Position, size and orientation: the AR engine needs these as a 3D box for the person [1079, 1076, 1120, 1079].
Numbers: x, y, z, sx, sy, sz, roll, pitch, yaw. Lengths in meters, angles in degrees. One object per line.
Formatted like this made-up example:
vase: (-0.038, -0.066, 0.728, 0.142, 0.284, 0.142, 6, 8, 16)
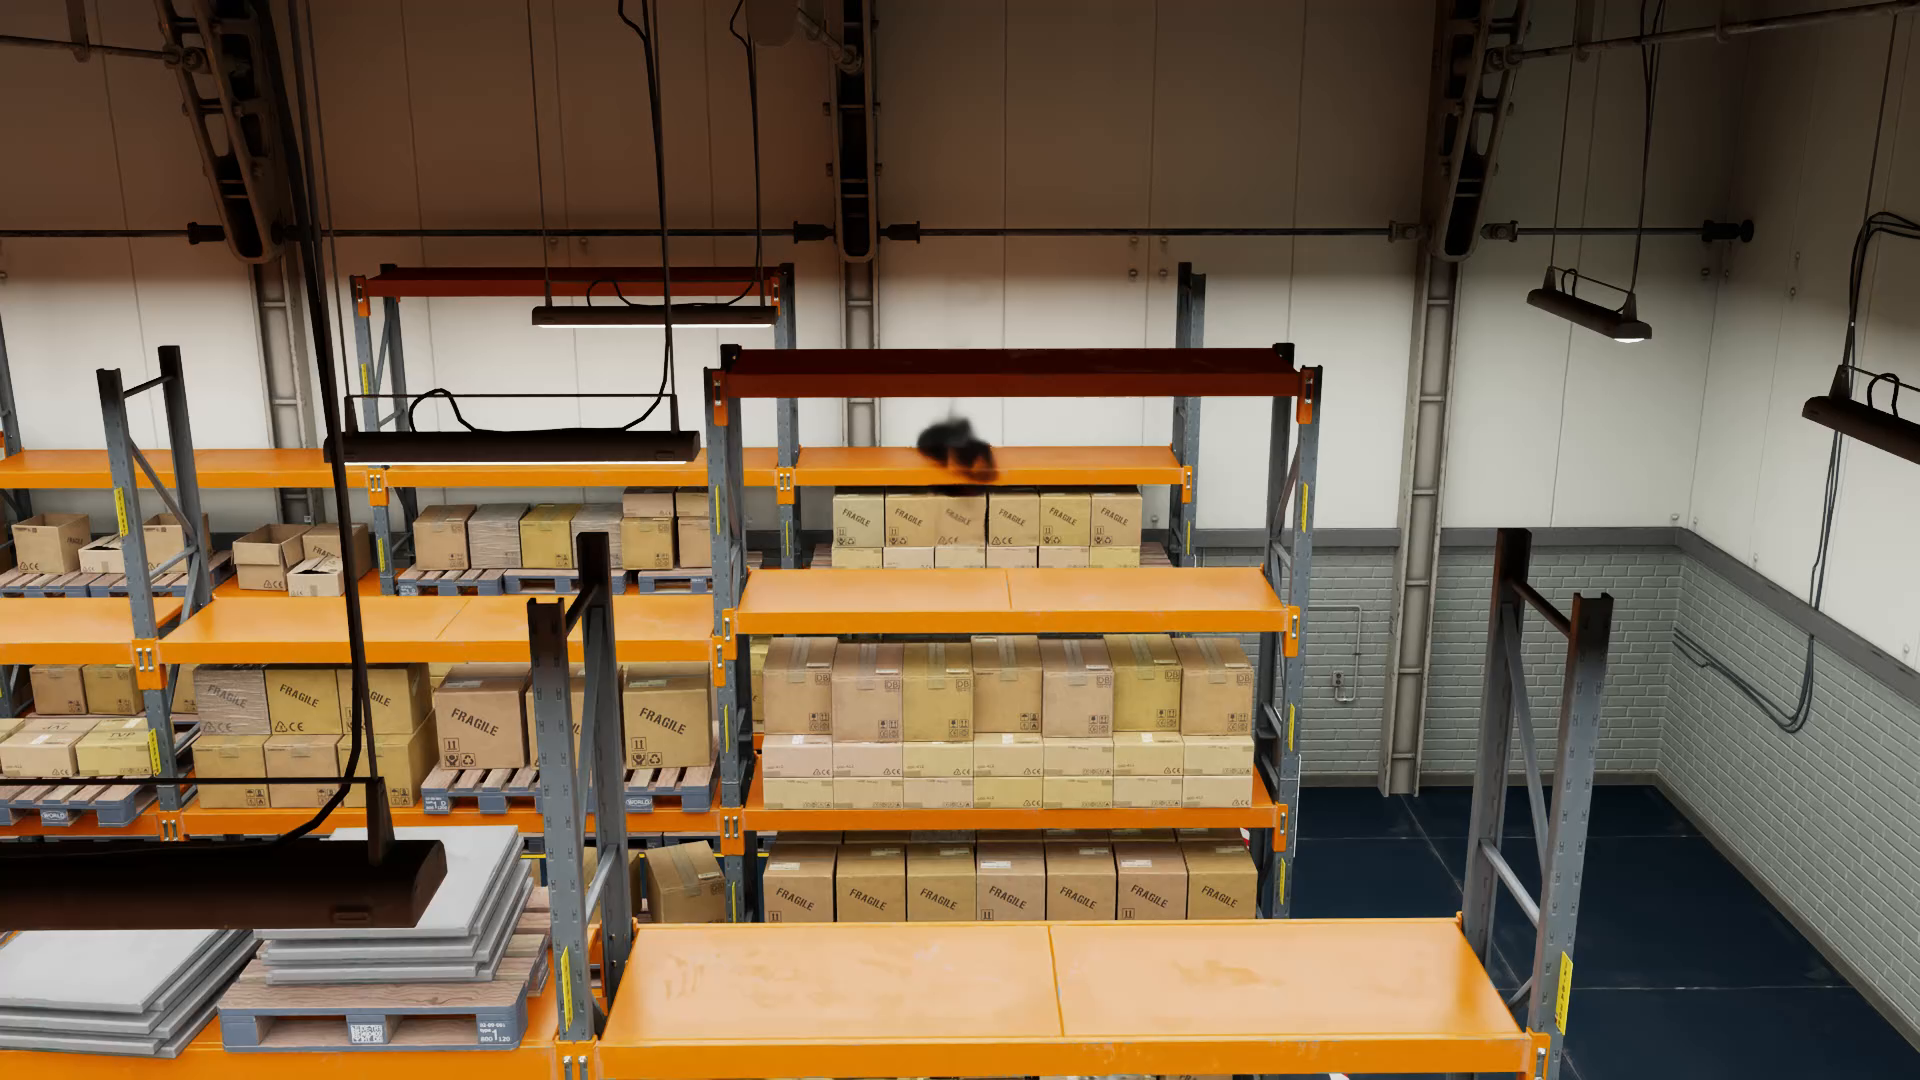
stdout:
person: (0.924, 4.245, 11.110, 0.524, 1.624, 0.621, -4, 17, -12)
